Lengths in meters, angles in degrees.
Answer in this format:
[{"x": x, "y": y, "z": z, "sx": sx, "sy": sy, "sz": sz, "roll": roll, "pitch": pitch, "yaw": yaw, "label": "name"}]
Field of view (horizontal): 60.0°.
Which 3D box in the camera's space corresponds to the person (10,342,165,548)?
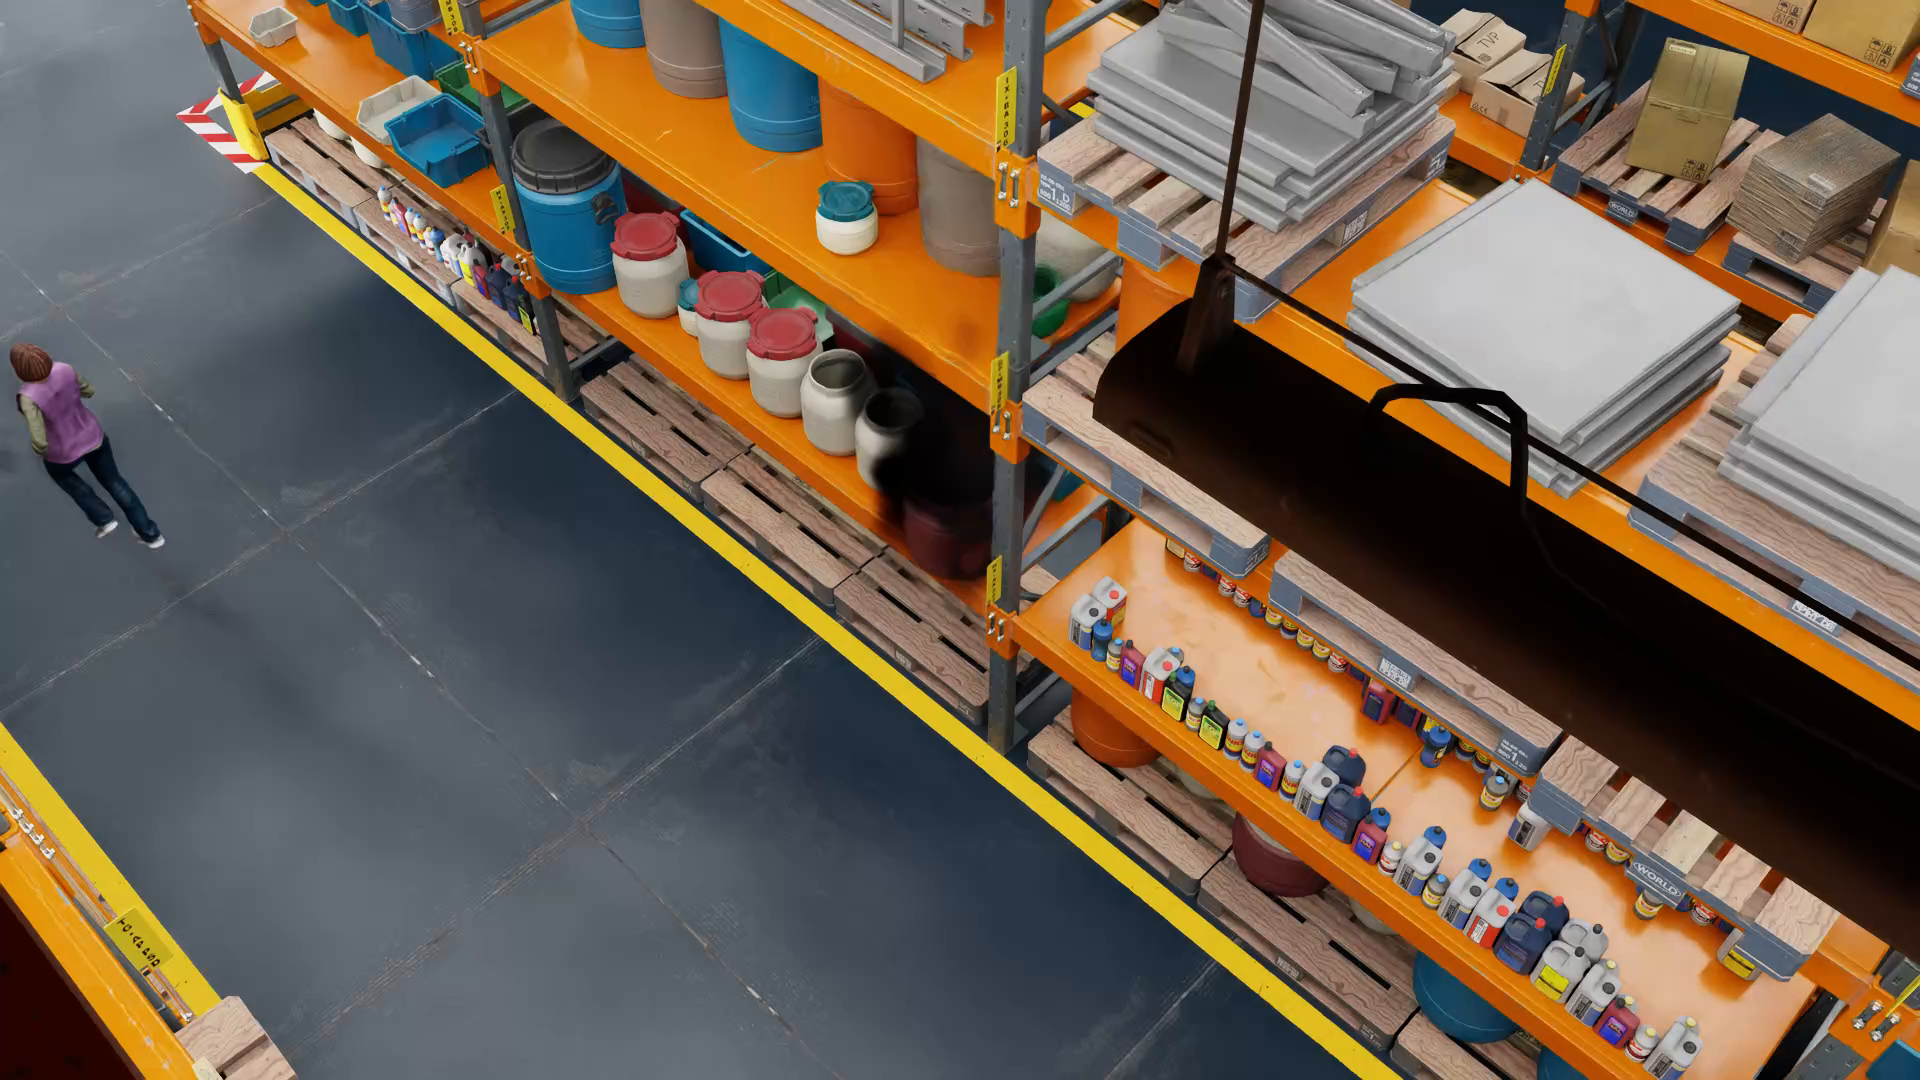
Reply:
[{"x": -5.072, "y": -0.525, "z": 9.545, "sx": 0.660, "sy": 1.634, "sz": 0.514, "roll": 29, "pitch": 56, "yaw": 22, "label": "person"}]
